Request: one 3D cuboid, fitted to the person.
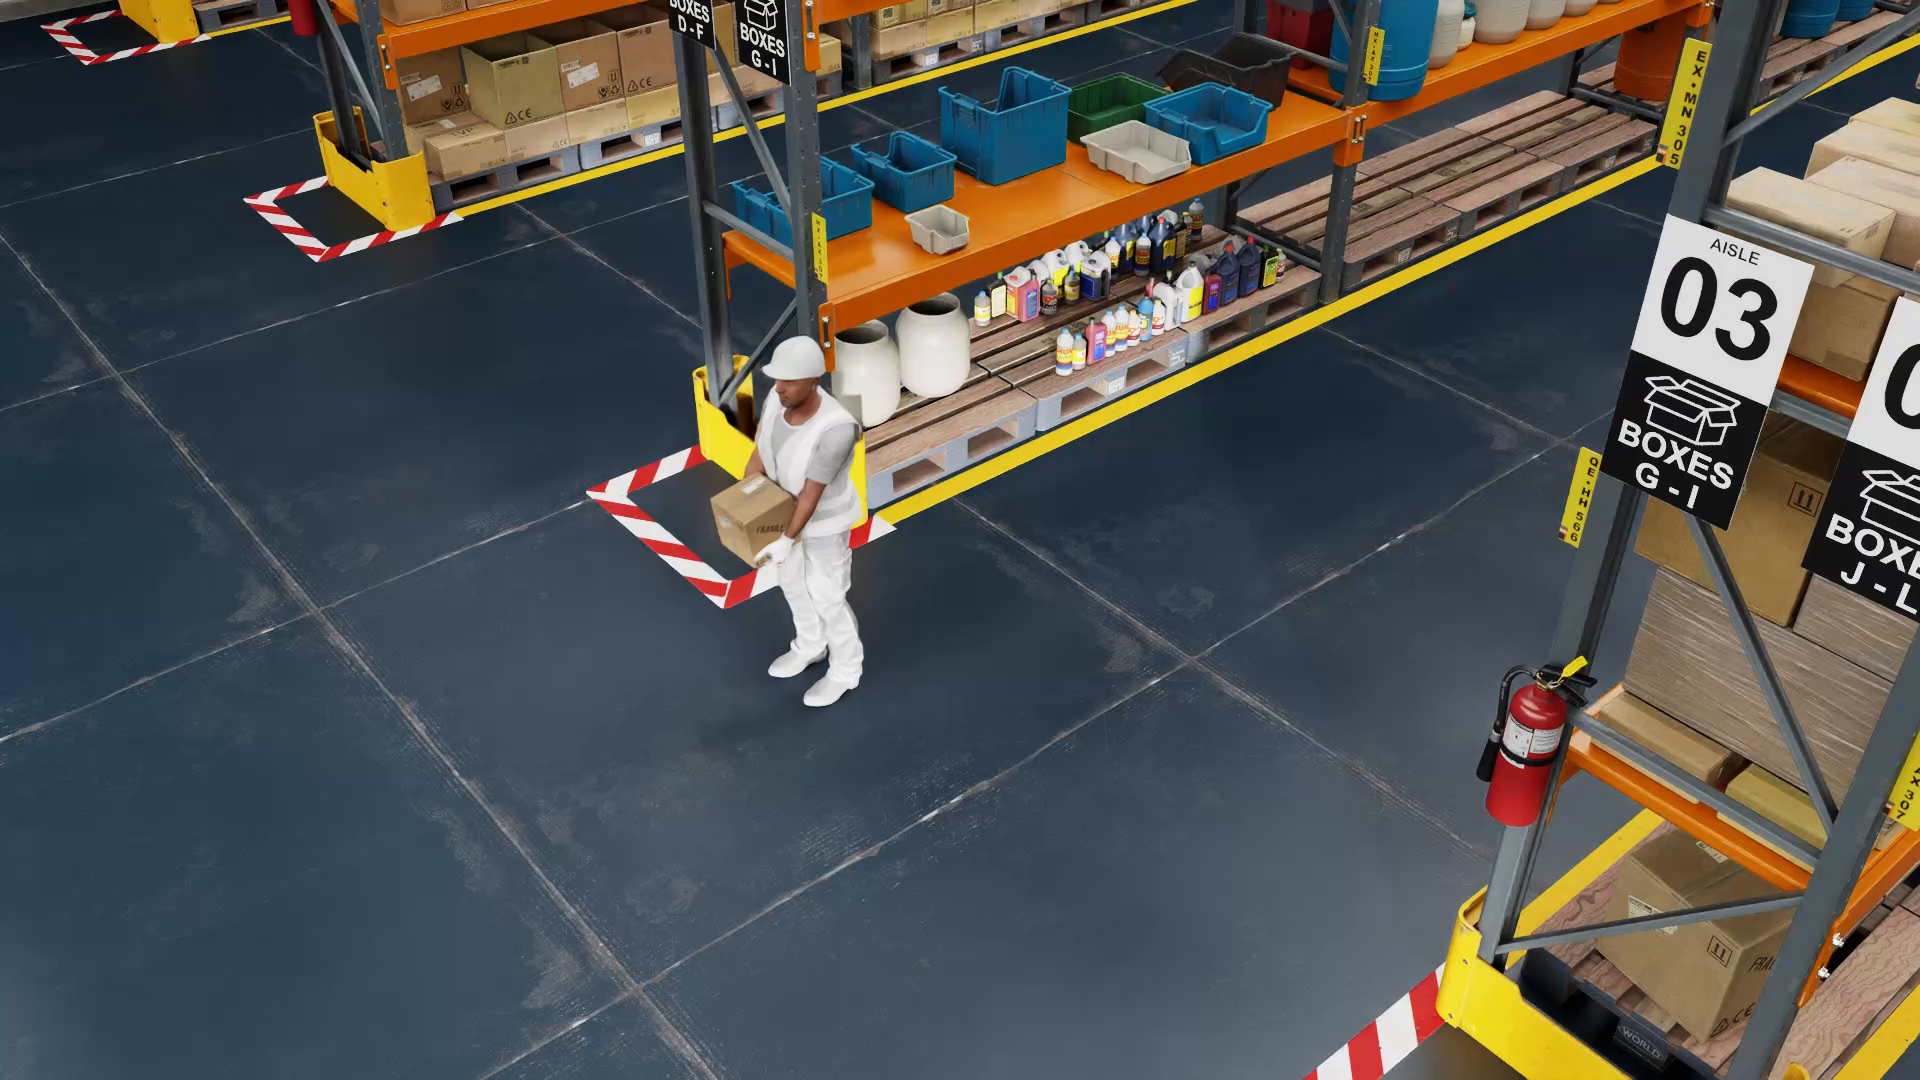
[{"bbox_3d":[-0.710,-0.054,7.138,0.582,1.781,0.491,-27,43,-32],"label":"person"}]
